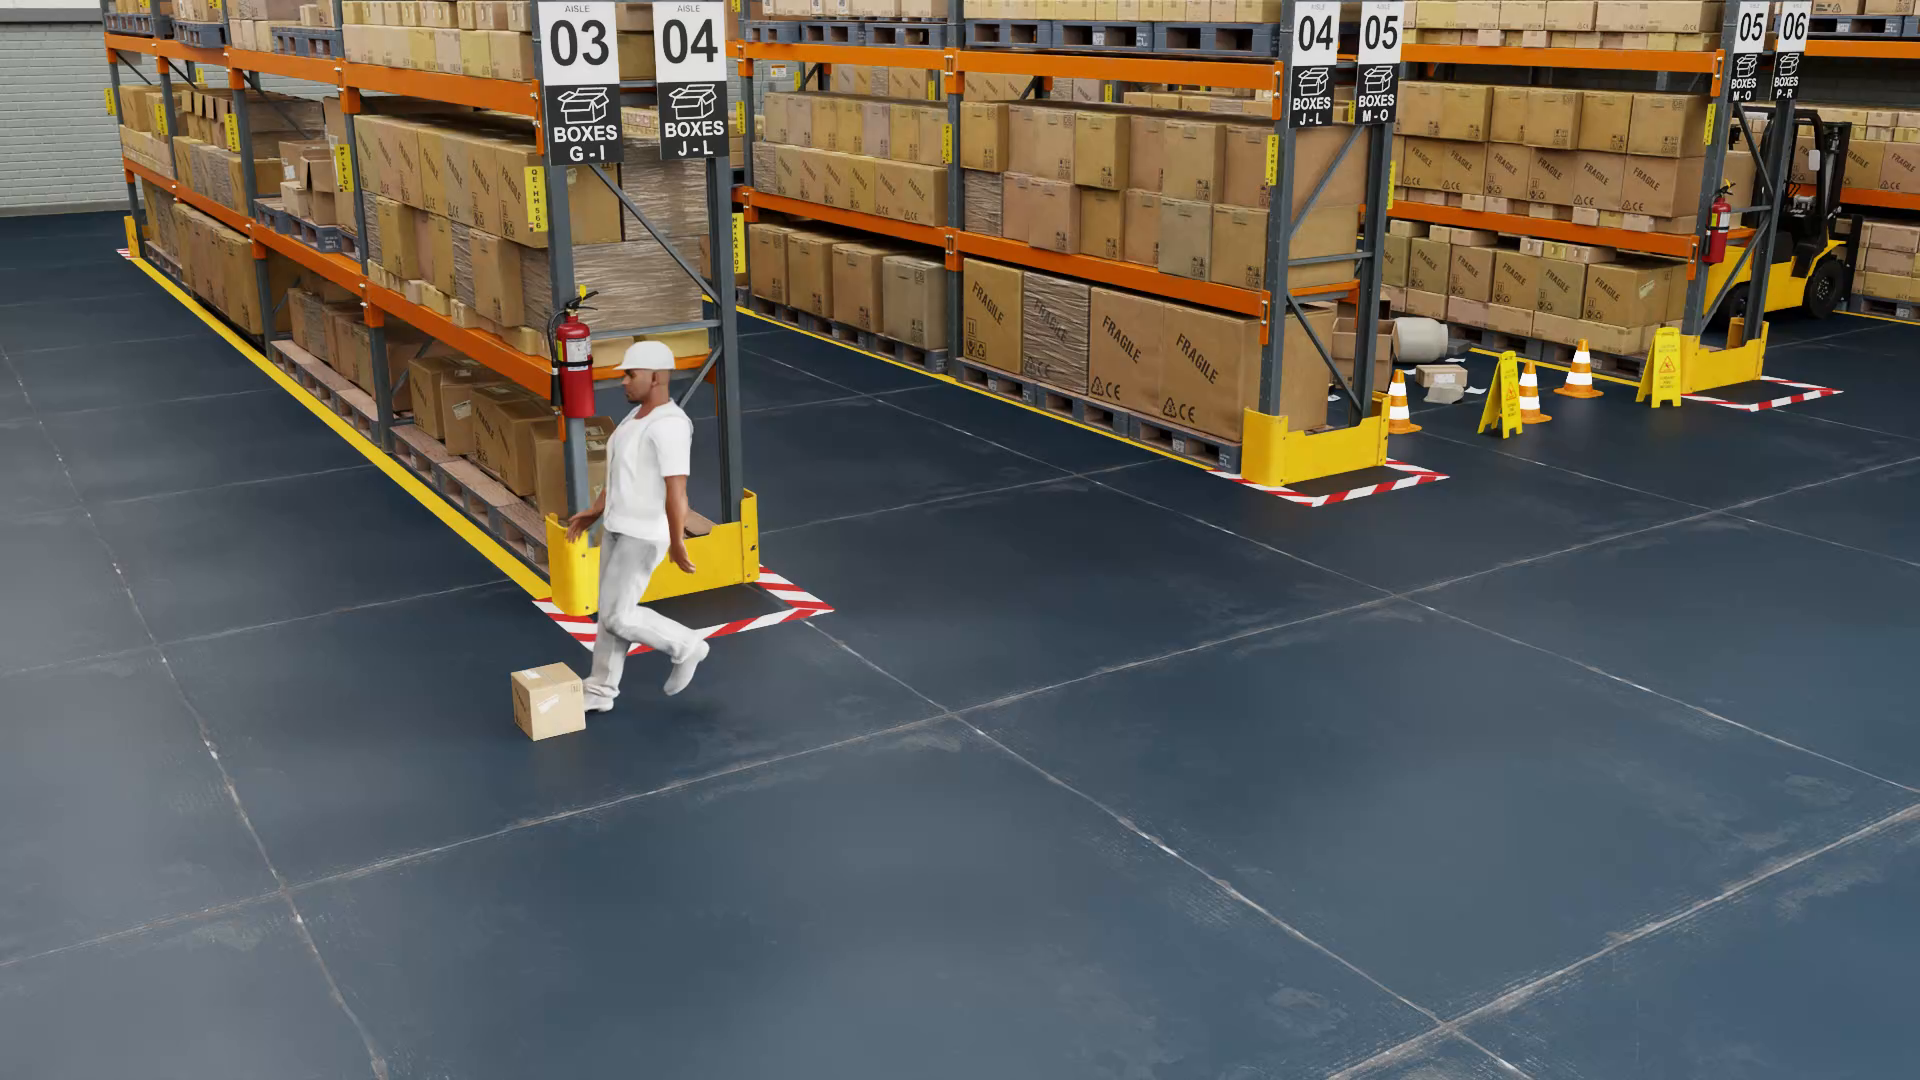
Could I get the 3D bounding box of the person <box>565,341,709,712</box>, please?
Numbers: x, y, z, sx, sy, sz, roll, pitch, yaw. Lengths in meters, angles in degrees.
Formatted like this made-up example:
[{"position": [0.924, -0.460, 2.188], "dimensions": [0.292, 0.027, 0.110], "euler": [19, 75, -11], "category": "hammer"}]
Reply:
[{"position": [-1.573, -0.032, 7.652], "dimensions": [0.756, 1.724, 0.619], "euler": [-9, 20, -25], "category": "person"}]
